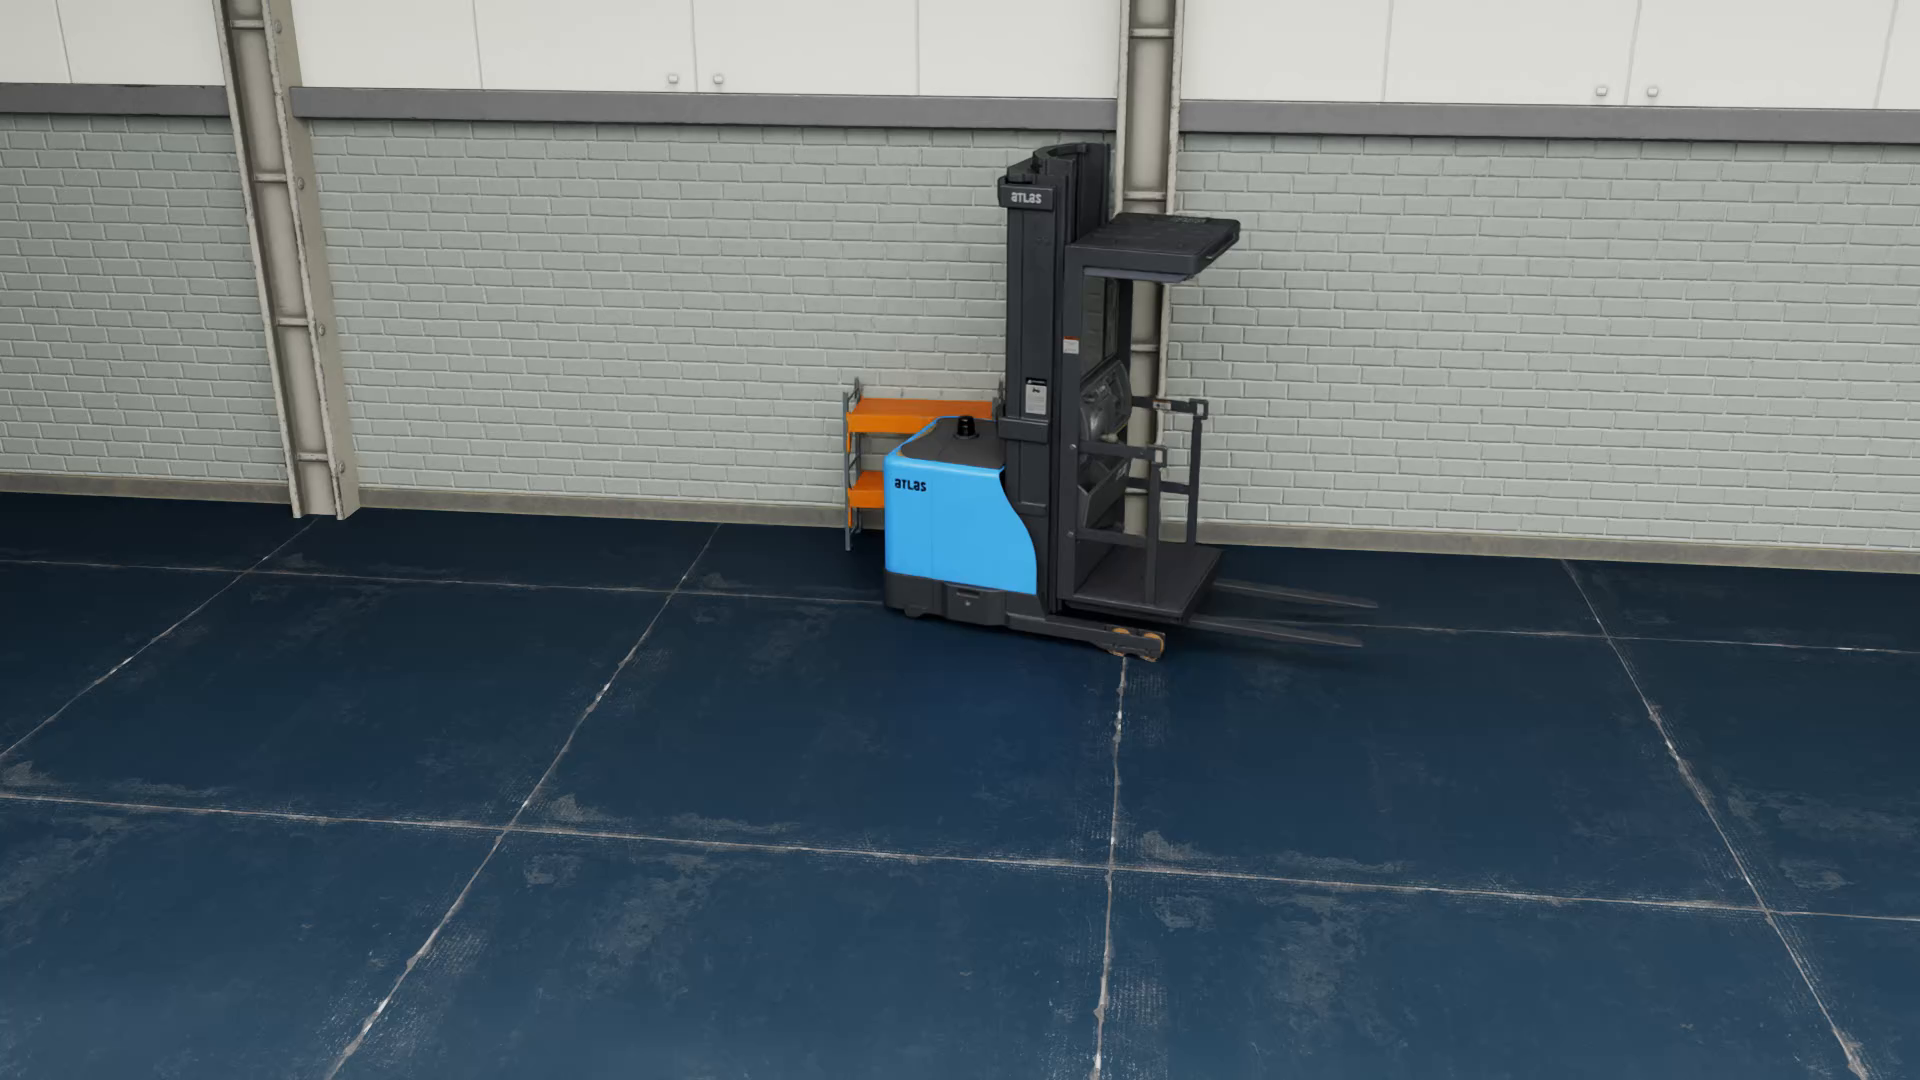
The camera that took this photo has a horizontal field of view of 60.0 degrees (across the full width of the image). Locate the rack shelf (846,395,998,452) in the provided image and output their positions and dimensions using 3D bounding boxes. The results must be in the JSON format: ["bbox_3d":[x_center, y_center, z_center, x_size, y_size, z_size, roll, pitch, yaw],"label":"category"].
[{"bbox_3d":[-0.247,-0.798,11.531,1.000,0.278,0.538,2,18,6],"label":"rack shelf"}]

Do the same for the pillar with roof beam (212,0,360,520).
[{"bbox_3d":[-5.251,-2.828,6.852,0.400,9.000,9.100,2,22,6],"label":"pillar with roof beam"}]

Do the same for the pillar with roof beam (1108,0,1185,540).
[{"bbox_3d":[0.707,-2.568,6.196,0.400,9.000,9.100,2,22,6],"label":"pillar with roof beam"}]

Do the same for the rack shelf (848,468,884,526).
[{"bbox_3d":[-0.249,-0.288,11.699,1.000,0.278,0.538,2,18,6],"label":"rack shelf"}]

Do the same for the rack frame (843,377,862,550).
[{"bbox_3d":[-0.753,-0.539,11.677,0.032,1.125,0.500,2,18,6],"label":"rack frame"}]

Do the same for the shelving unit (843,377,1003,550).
[{"bbox_3d":[-0.248,-0.520,11.622,1.048,1.125,0.538,2,18,6],"label":"shelving unit"}]

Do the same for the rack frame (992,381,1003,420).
[{"bbox_3d":[0.257,-0.500,11.567,0.032,1.125,0.500,2,18,6],"label":"rack frame"}]

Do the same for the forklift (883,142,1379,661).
[{"bbox_3d":[1.076,-0.851,10.105,3.031,2.935,1.130,8,23,20],"label":"forklift"}]
